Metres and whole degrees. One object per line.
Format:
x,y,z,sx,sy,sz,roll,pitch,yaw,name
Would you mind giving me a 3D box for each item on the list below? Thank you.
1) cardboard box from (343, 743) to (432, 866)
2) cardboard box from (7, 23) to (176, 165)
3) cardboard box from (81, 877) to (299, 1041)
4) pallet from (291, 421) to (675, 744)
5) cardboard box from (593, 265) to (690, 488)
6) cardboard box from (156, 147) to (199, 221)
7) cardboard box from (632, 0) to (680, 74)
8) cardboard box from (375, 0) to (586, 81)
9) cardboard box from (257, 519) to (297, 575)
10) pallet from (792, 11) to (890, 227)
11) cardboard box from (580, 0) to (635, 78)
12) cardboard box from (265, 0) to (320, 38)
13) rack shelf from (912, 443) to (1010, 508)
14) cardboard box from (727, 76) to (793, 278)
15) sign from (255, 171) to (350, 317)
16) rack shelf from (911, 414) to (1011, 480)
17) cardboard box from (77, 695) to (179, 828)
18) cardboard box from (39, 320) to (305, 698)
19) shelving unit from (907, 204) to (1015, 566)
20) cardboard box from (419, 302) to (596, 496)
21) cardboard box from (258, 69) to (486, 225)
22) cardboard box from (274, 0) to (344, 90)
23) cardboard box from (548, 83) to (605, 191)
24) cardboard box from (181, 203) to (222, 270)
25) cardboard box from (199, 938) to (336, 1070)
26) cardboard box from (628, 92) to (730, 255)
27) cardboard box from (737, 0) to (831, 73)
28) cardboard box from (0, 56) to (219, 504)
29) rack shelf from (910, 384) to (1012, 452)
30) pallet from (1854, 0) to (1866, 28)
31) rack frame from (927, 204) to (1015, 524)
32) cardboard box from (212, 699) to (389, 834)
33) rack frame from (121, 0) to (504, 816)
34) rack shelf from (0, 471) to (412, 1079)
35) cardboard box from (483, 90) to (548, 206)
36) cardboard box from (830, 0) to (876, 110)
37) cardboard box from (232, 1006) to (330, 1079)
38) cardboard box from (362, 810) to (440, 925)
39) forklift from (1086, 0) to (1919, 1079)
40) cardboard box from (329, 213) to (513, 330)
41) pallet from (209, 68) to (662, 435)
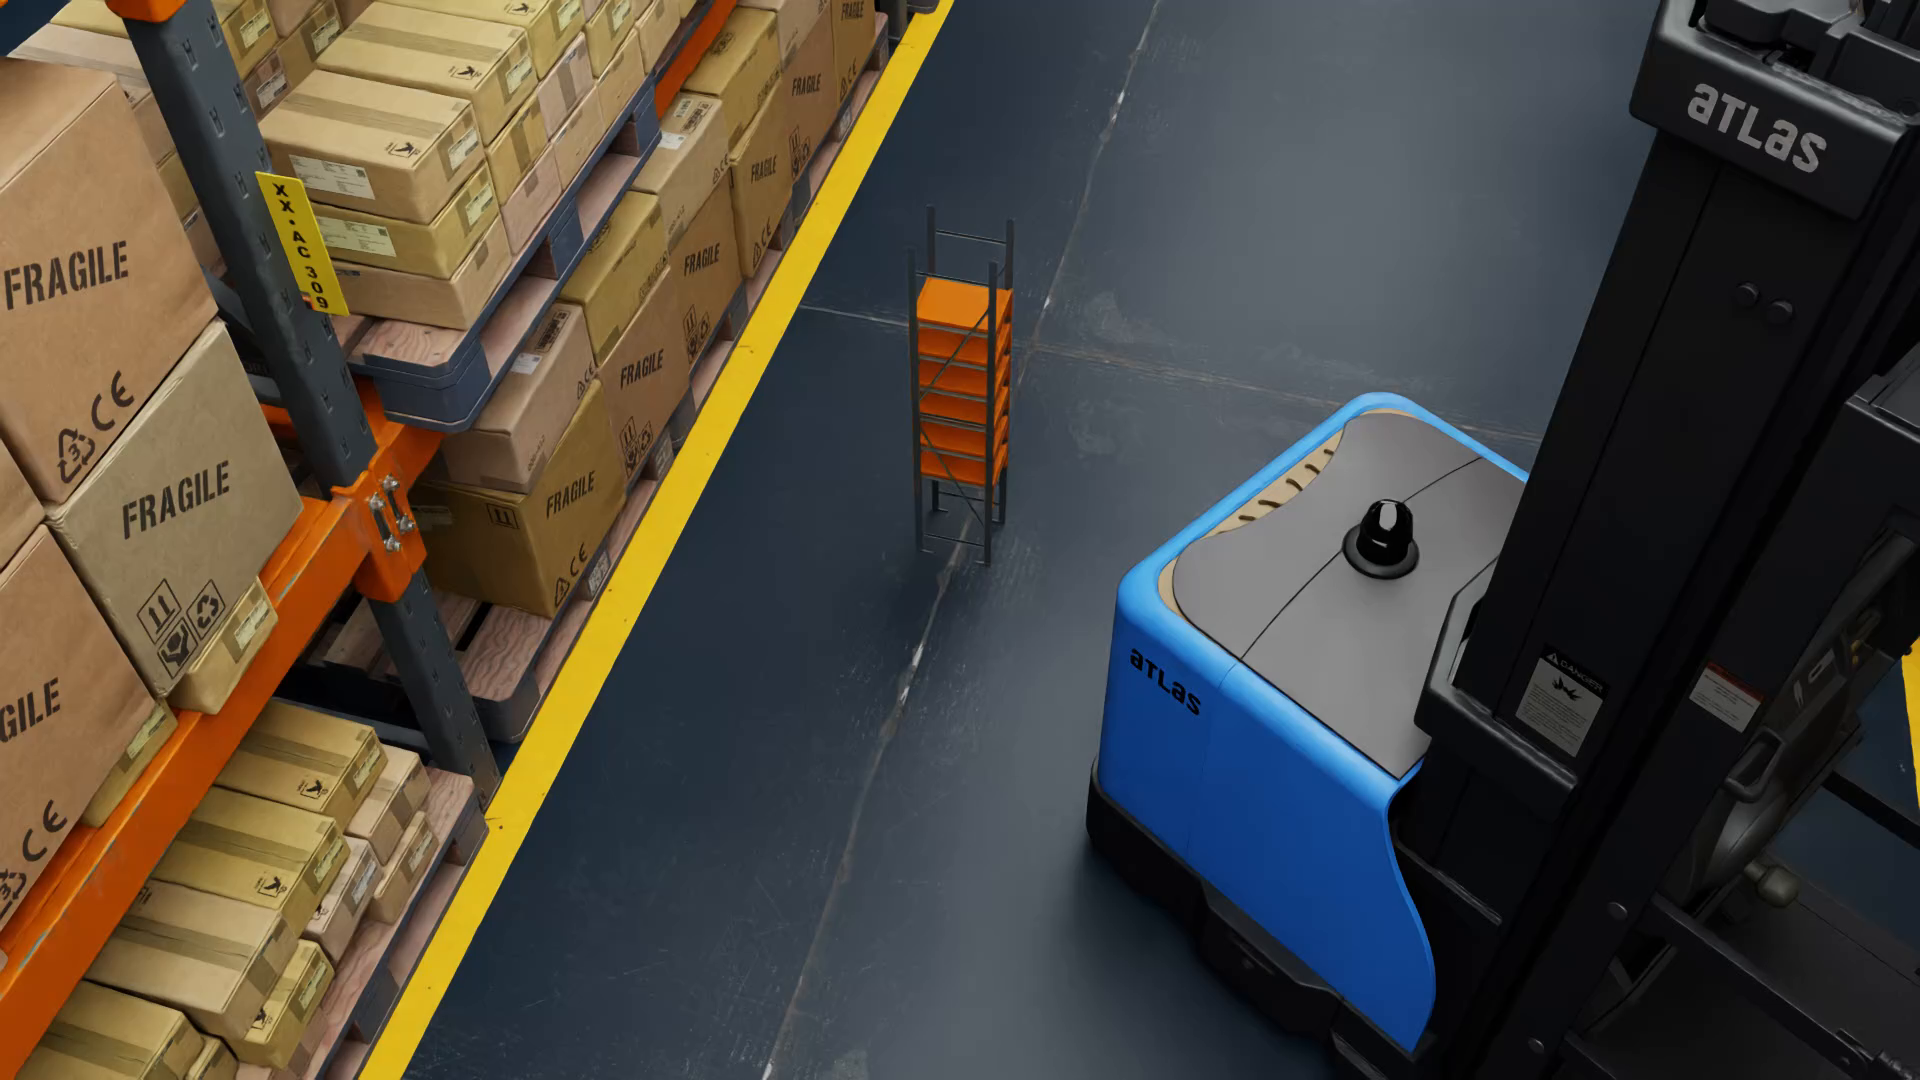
-1.553,0.623,4.123,0.380,0.149,0.250,12,50,11,cardboard box
-1.860,-0.955,3.583,0.380,0.149,0.250,14,50,12,cardboard box
-1.707,0.917,3.665,0.380,0.149,0.250,11,50,10,cardboard box
-1.573,-0.015,5.122,1.003,0.211,1.213,12,50,10,pallet
-1.189,-0.551,5.123,0.500,0.500,0.500,14,50,12,cardboard box
-1.863,-0.855,3.693,0.380,0.149,0.250,13,50,11,cardboard box
-0.959,-1.371,4.347,0.380,0.149,0.250,10,49,8,cardboard box
-1.092,-1.208,3.807,0.380,0.149,0.250,12,50,10,cardboard box
-1.626,-0.038,3.450,0.380,0.149,0.250,11,50,10,cardboard box
-0.931,-1.779,6.680,1.003,0.211,1.213,12,50,10,pallet
-1.028,-1.285,4.073,0.380,0.149,0.250,10,49,8,cardboard box
-1.720,-1.336,3.919,0.380,0.149,0.250,10,49,9,cardboard box
0.004,-0.219,5.023,0.258,0.103,0.180,12,50,10,rack shelf
-0.909,-1.291,5.776,0.500,0.500,0.500,10,49,8,cardboard box
-1.251,-0.559,3.165,0.100,0.325,0.005,12,50,10,sign
0.004,-0.299,4.933,0.258,0.103,0.180,12,50,10,rack shelf
-1.717,0.351,3.107,0.380,0.149,0.250,13,50,12,cardboard box
-1.632,-0.100,3.072,0.500,0.500,0.500,12,50,10,cardboard box
0.004,-0.408,4.809,0.258,1.200,0.189,12,50,10,shelving unit
-1.328,-0.416,4.504,0.500,0.250,0.500,10,49,8,cardboard box
-1.230,-0.821,3.464,0.380,0.149,0.250,14,50,12,cardboard box
-1.726,-1.225,4.019,0.380,0.149,0.250,14,50,12,cardboard box
-1.093,-1.006,4.024,0.380,0.149,0.250,12,50,10,cardboard box
-1.863,-0.756,3.804,0.380,0.149,0.250,11,49,9,cardboard box
-1.666,1.018,3.774,0.380,0.149,0.250,10,49,9,cardboard box
-1.051,-1.170,5.169,0.500,0.250,0.500,13,50,11,cardboard box
-0.774,-1.913,5.825,0.500,0.250,0.500,12,50,11,cardboard box
-1.640,-0.443,2.708,0.500,0.500,0.500,10,49,9,cardboard box
0.004,-0.378,4.843,0.258,0.103,0.180,12,50,10,rack shelf
4.241,-1.857,6.749,1.003,0.211,1.213,12,50,10,pallet
0.028,-0.474,4.868,0.240,1.200,0.006,12,50,10,rack frame
-1.619,0.542,3.995,0.380,0.149,0.250,13,50,11,cardboard box
-1.777,-0.374,3.579,1.000,3.000,0.127,12,50,10,rack frame
-2.303,1.311,2.572,1.077,0.370,4.000,12,50,10,rack shelf
-1.163,-0.910,3.742,0.380,0.149,0.250,11,49,9,cardboard box
-0.645,-2.051,6.447,0.500,0.500,0.500,11,50,10,cardboard box
-1.708,1.157,3.850,0.380,0.149,0.250,10,49,9,cardboard box
-1.551,0.781,4.181,0.380,0.149,0.250,12,50,11,cardboard box
1.714,0.396,2.946,1.130,2.935,3.031,-35,57,-27,forklift
-1.230,-0.624,3.687,0.380,0.149,0.250,9,49,8,cardboard box
-1.435,-0.834,4.114,1.003,0.211,1.213,12,50,10,pallet
